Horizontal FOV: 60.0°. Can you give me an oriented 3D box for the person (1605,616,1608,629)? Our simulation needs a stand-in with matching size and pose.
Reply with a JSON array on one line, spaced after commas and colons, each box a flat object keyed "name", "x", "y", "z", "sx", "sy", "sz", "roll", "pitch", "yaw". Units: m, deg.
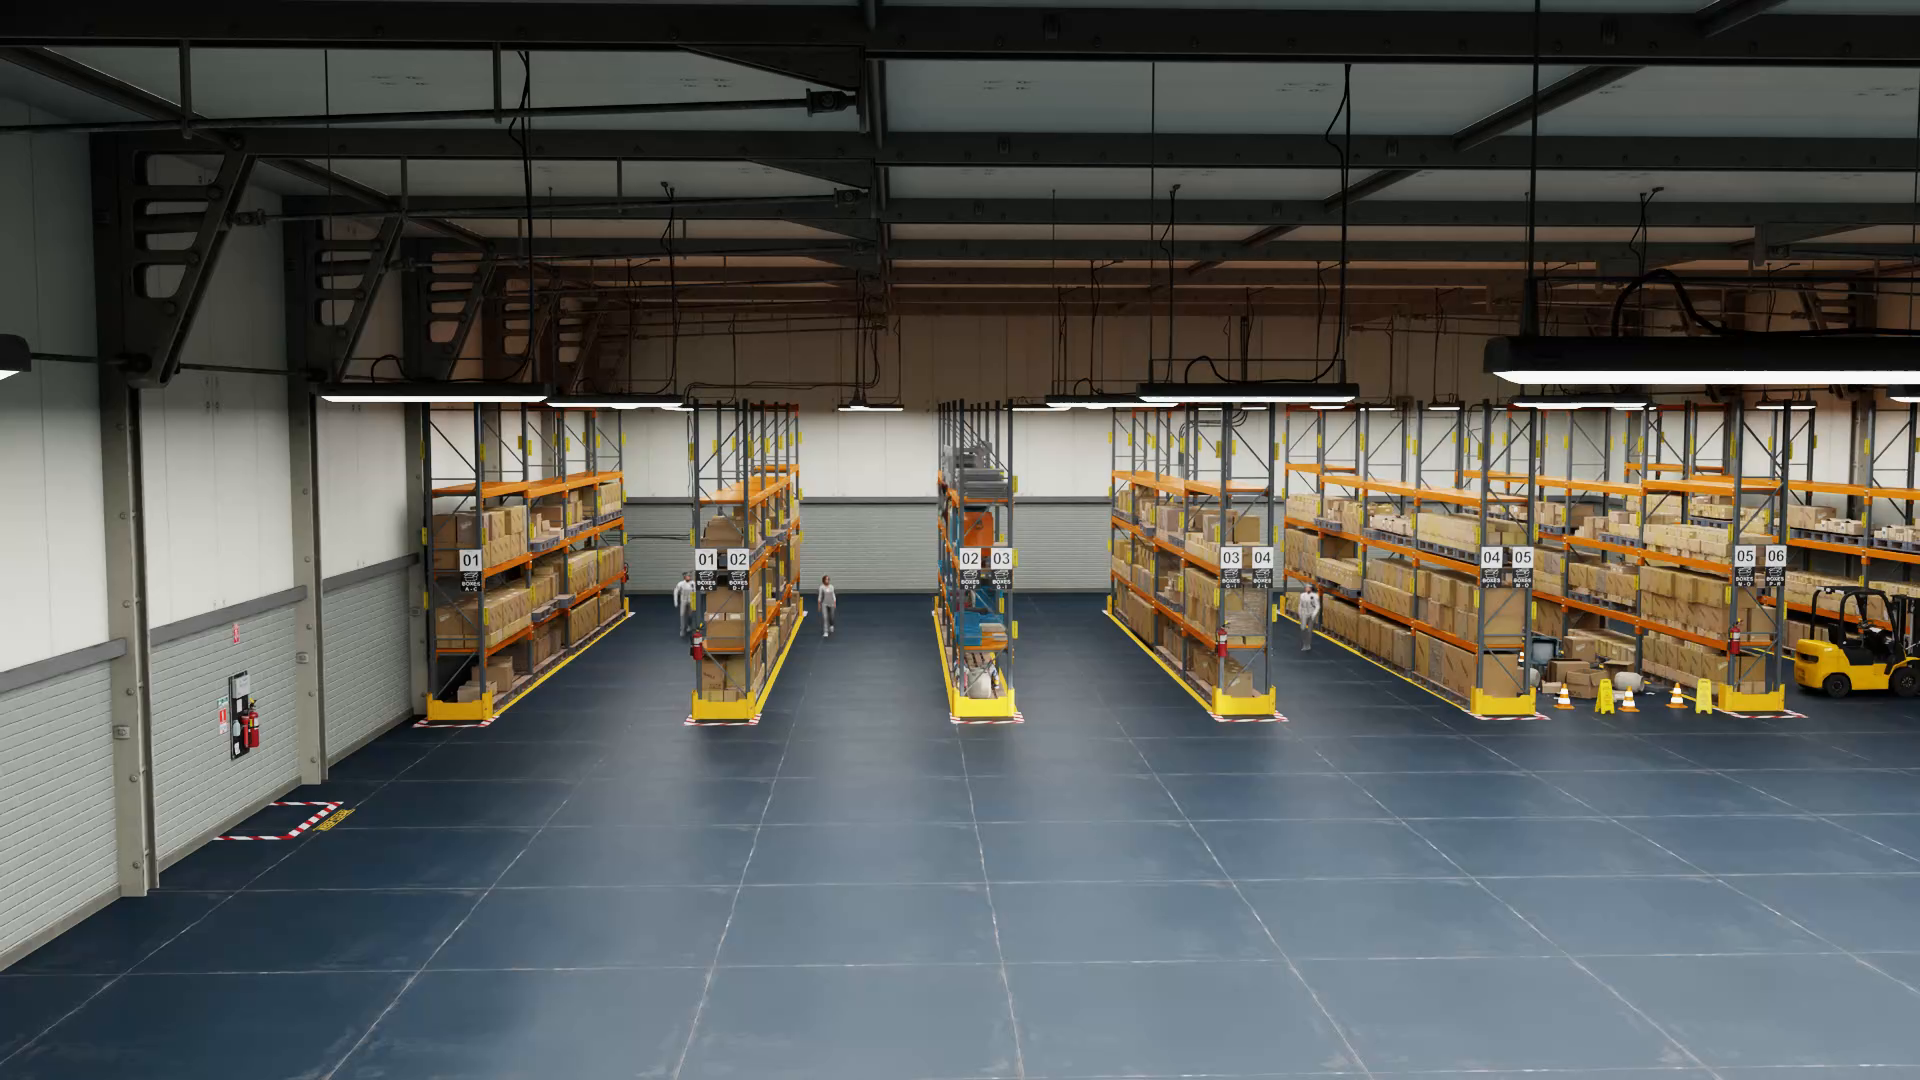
[{"name": "person", "x": 16.710, "y": 1.573, "z": 43.404, "sx": 0.464, "sy": 1.729, "sz": 0.566, "roll": 2, "pitch": 5, "yaw": 21}]

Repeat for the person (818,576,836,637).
[{"name": "person", "x": -3.429, "y": 1.683, "z": 42.825, "sx": 0.478, "sy": 1.552, "sz": 0.796, "roll": 0, "pitch": 4, "yaw": -6}]

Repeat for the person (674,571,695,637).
[{"name": "person", "x": -7.101, "y": 1.629, "z": 43.223, "sx": 0.654, "sy": 1.672, "sz": 0.948, "roll": 0, "pitch": 4, "yaw": -2}]

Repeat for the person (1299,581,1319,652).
[{"name": "person", "x": 8.442, "y": 1.844, "z": 40.160, "sx": 0.450, "sy": 1.702, "sz": 0.639, "roll": 1, "pitch": 4, "yaw": 7}]
